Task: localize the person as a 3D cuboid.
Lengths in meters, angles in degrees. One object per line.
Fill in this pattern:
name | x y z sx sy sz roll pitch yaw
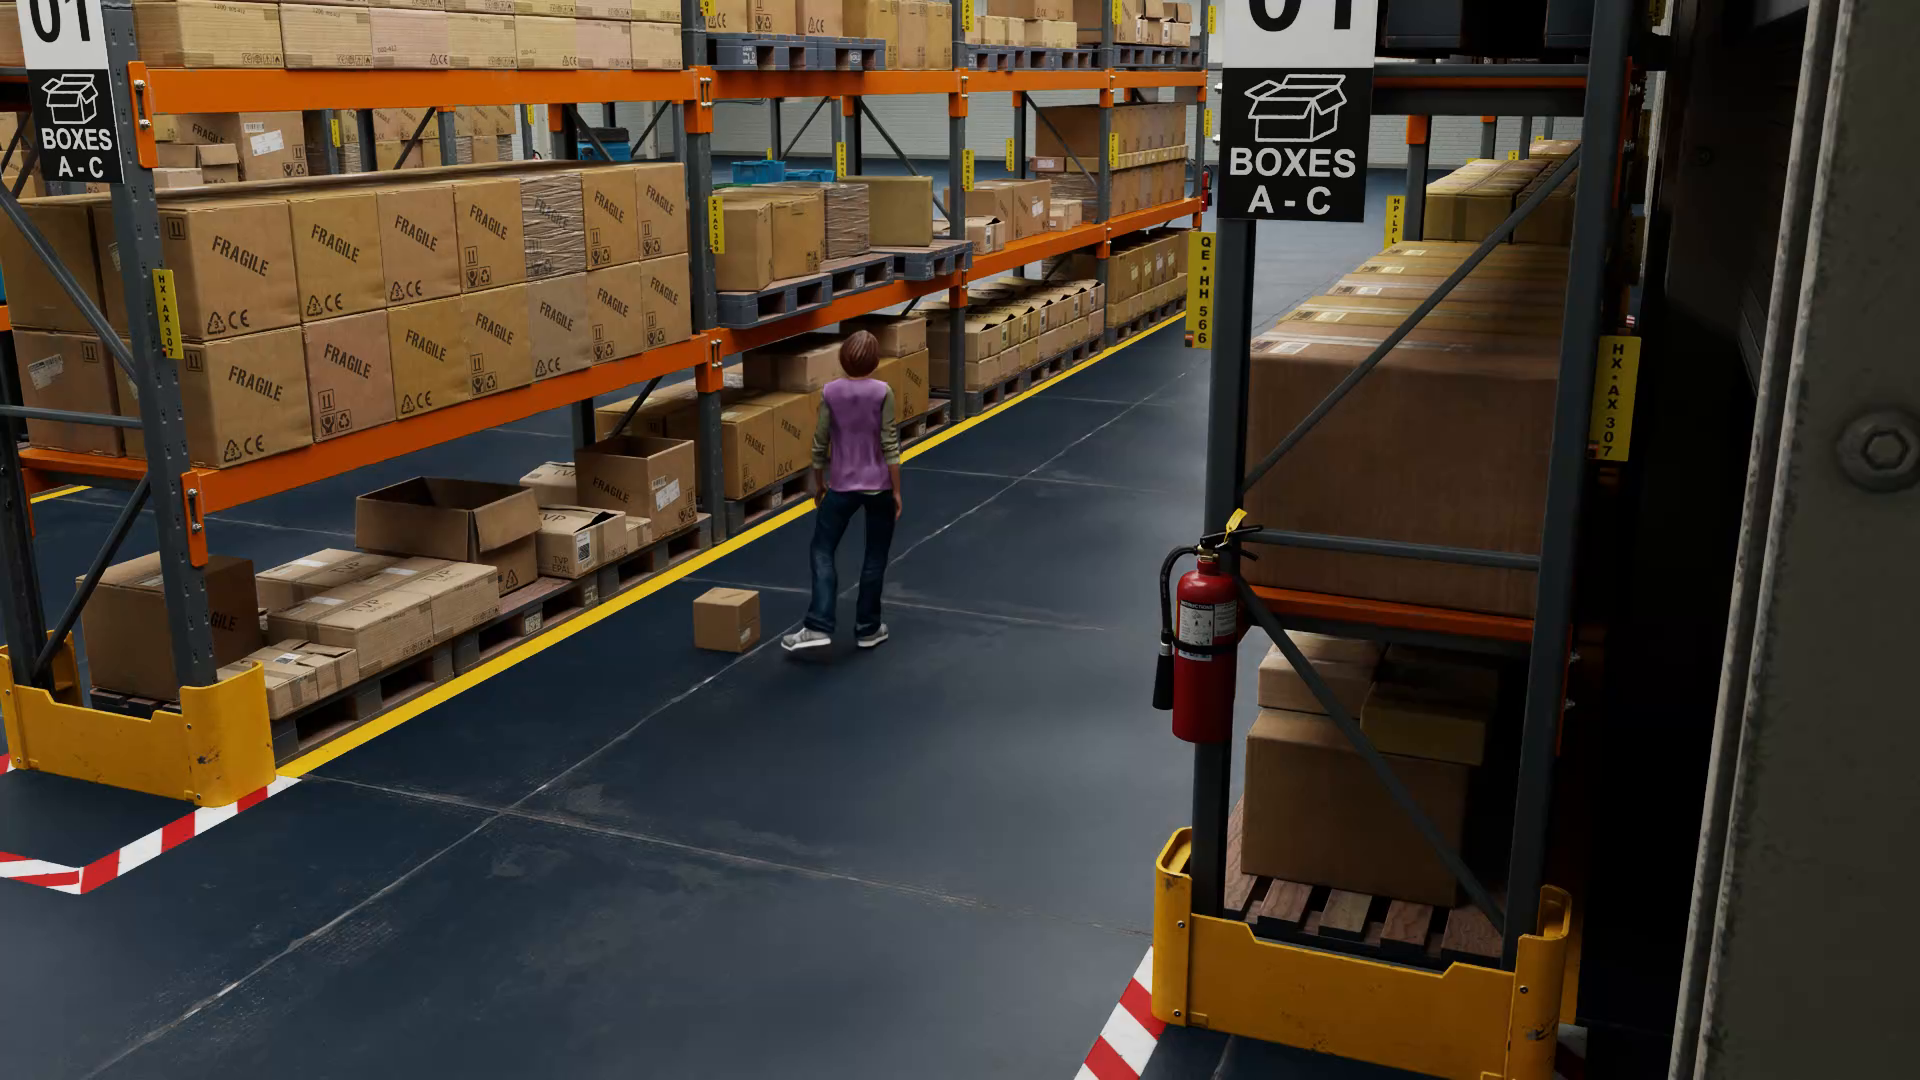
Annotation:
person | -0.584 -0.224 8.156 0.602 1.587 0.467 0 16 0
